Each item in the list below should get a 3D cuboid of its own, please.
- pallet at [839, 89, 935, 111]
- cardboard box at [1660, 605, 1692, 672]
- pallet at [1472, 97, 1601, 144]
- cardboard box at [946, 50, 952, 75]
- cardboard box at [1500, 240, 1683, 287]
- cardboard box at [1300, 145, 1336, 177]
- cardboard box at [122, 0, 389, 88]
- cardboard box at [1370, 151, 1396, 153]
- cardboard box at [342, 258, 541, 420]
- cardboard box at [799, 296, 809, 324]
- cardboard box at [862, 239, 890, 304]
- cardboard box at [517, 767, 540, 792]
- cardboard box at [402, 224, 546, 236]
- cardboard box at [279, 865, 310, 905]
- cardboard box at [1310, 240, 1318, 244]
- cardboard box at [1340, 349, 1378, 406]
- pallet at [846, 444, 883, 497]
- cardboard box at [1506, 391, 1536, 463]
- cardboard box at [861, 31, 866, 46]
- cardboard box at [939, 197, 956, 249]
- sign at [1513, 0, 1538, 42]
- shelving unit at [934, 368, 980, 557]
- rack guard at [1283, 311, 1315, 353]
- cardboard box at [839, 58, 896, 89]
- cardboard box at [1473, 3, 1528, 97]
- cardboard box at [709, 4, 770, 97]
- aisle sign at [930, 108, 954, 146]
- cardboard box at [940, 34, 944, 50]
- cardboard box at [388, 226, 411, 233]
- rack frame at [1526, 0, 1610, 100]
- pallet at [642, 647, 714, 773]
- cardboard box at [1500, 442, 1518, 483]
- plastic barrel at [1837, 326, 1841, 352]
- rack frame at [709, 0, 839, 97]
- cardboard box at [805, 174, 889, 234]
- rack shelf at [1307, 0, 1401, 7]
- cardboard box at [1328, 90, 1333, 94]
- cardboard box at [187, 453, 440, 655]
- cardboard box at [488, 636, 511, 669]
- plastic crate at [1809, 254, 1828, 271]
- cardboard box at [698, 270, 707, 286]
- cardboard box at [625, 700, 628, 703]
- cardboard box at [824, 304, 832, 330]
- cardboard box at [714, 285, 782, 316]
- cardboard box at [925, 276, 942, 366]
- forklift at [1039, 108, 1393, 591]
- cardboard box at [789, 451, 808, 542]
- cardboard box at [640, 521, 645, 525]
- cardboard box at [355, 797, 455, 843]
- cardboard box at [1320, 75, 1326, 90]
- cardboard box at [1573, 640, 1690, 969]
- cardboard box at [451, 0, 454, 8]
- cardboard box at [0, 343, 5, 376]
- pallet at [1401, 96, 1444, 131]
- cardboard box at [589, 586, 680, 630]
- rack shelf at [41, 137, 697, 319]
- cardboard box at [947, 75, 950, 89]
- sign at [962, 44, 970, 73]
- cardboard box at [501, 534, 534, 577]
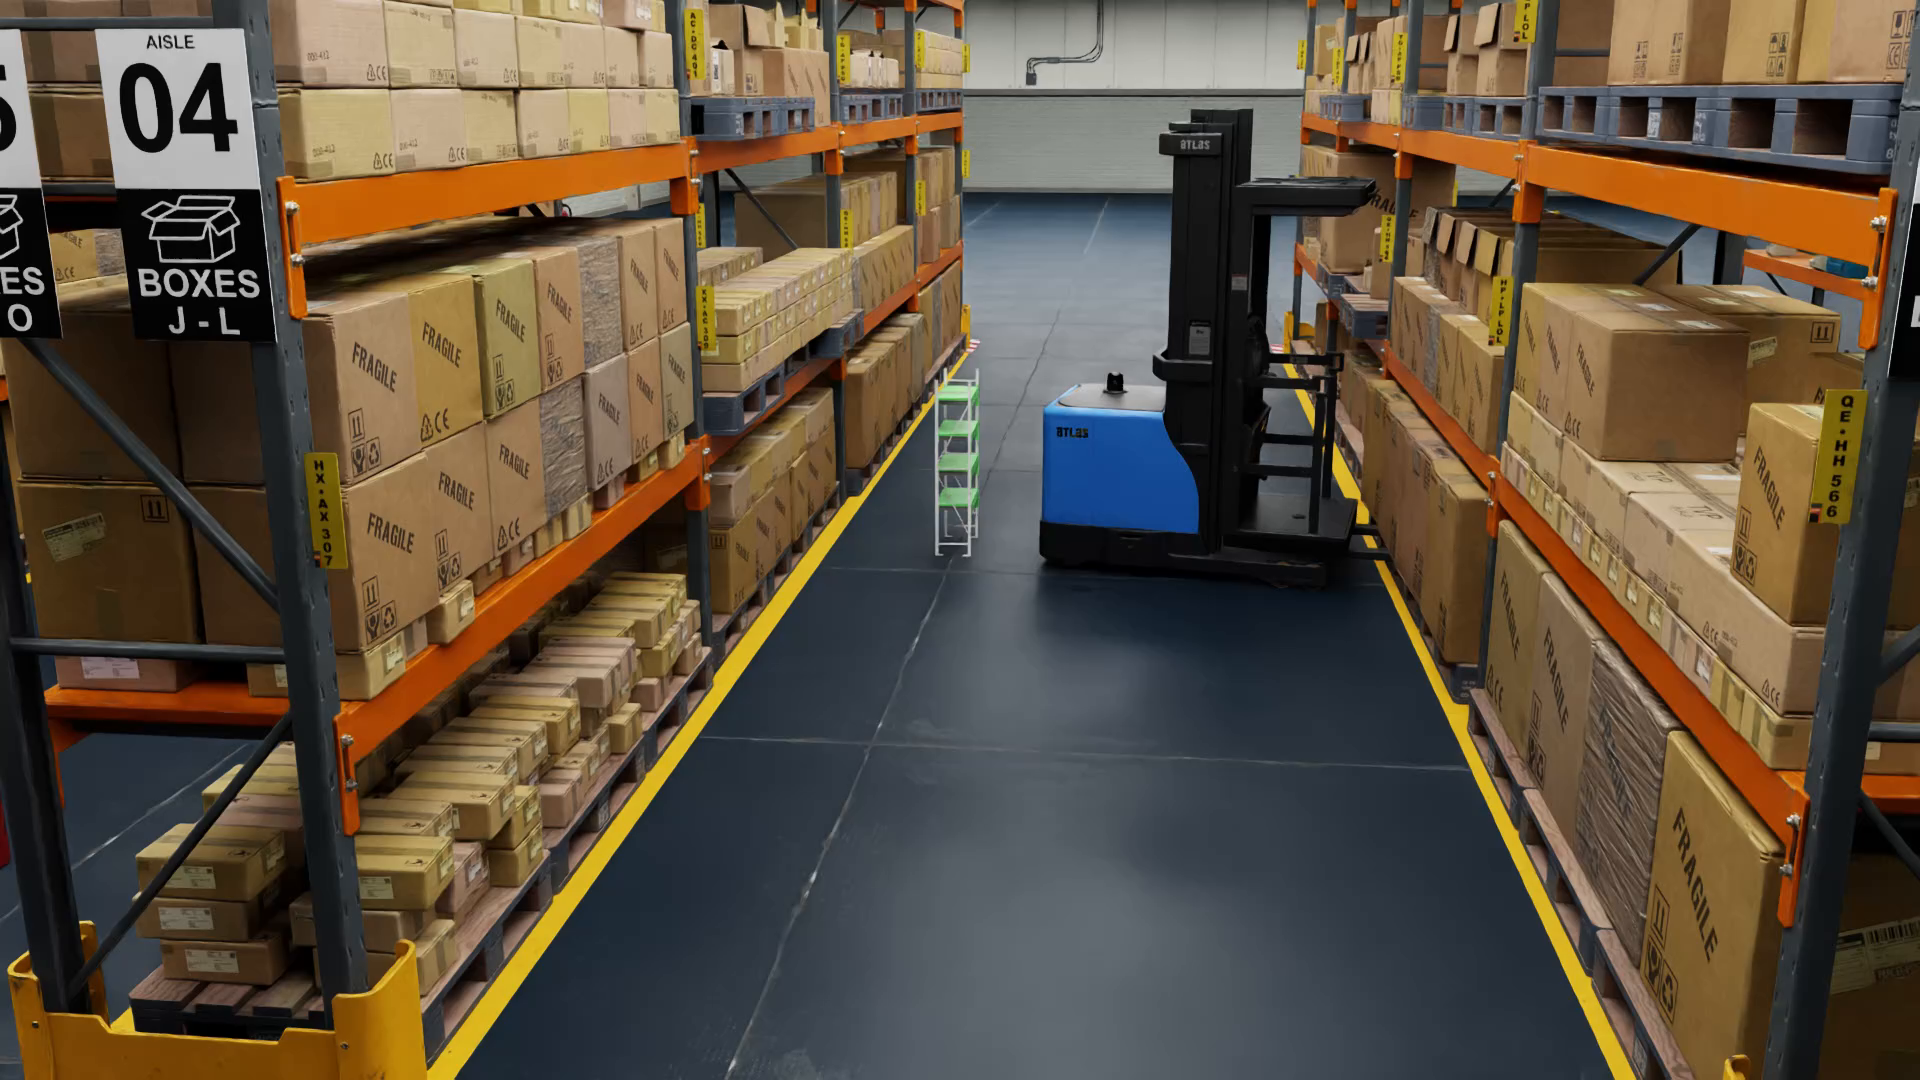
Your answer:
[{"bbox_3d":[-0.820,-4.407,16.635,1.003,0.211,1.213,2,15,6],"label":"pallet"},{"bbox_3d":[2.439,0.317,5.225,0.380,0.149,0.250,2,15,7],"label":"cardboard box"},{"bbox_3d":[3.146,-2.137,8.439,0.805,0.209,1.217,1,15,4],"label":"pallet"},{"bbox_3d":[-0.364,-5.202,18.129,0.500,0.250,0.500,2,15,6],"label":"cardboard box"},{"bbox_3d":[3.155,-1.241,8.390,0.797,0.503,0.637,1,15,5],"label":"cardboard box"},{"bbox_3d":[4.112,-4.194,18.751,0.500,0.500,0.500,2,15,6],"label":"cardboard box"},{"bbox_3d":[-1.968,-1.403,4.687,0.500,0.250,0.500,2,15,7],"label":"cardboard box"},{"bbox_3d":[4.409,-3.660,16.775,0.500,0.500,0.500,2,15,6],"label":"cardboard box"},{"bbox_3d":[-1.831,-0.726,5.922,0.500,0.500,0.500,1,15,5],"label":"cardboard box"},{"bbox_3d":[-1.150,-1.434,10.325,0.380,0.149,0.250,1,15,5],"label":"cardboard box"},{"bbox_3d":[-0.885,-2.301,14.232,0.500,0.500,0.500,2,15,6],"label":"cardboard box"},{"bbox_3d":[-1.864,0.954,6.475,0.380,0.149,0.250,1,15,4],"label":"cardboard box"},{"bbox_3d":[-2.162,-1.144,7.471,0.500,0.500,0.500,1,15,5],"label":"cardboard box"},{"bbox_3d":[-2.418,1.141,5.782,0.380,0.149,0.250,1,15,5],"label":"cardboard box"},{"bbox_3d":[4.043,-3.208,18.259,0.380,0.149,0.250,2,15,6],"label":"cardboard box"},{"bbox_3d":[3.903,-1.464,15.277,0.700,0.500,0.500,1,15,2],"label":"cardboard box"},{"bbox_3d":[-1.211,-0.608,13.507,1.003,0.211,1.213,2,15,6],"label":"pallet"},{"bbox_3d":[2.778,-0.499,7.480,0.500,0.250,0.500,1,15,5],"label":"cardboard box"},{"bbox_3d":[-1.141,-4.987,16.569,0.380,0.149,0.250,2,15,6],"label":"cardboard box"},{"bbox_3d":[-0.509,-3.658,19.158,0.875,0.550,0.550,2,15,6],"label":"cardboard box"},{"bbox_3d":[2.551,-2.405,7.471,0.100,0.325,0.005,2,15,6],"label":"sign"},{"bbox_3d":[-0.019,-0.536,11.347,0.258,1.200,0.503,2,15,6],"label":"shelving unit"},{"bbox_3d":[4.437,-2.428,19.684,1.175,0.500,0.348,2,15,6],"label":"rack guard"},{"bbox_3d":[-0.844,-4.089,14.583,0.500,0.250,0.500,2,15,6],"label":"cardboard box"},{"bbox_3d":[3.333,-2.750,9.336,0.797,0.503,0.637,1,15,5],"label":"cardboard box"},{"bbox_3d":[-1.521,-2.812,9.566,0.797,0.503,0.637,1,15,6],"label":"cardboard box"},{"bbox_3d":[-0.166,-5.091,19.764,0.394,0.787,0.004,2,15,6],"label":"aisle sign"},{"bbox_3d":[-0.373,-5.231,17.472,0.380,0.149,0.250,2,15,6],"label":"cardboard box"},{"bbox_3d":[-5.677,-3.177,16.099,0.500,0.500,0.500,1,15,5],"label":"cardboard box"},{"bbox_3d":[3.091,-3.438,7.138,1.000,3.000,0.127,2,15,6],"label":"rack frame"},{"bbox_3d":[-1.866,0.807,8.274,1.003,0.211,1.213,2,15,6],"label":"pallet"},{"bbox_3d":[2.727,-0.354,7.706,0.380,0.149,0.250,2,15,6],"label":"cardboard box"},{"bbox_3d":[9.312,-2.208,18.041,0.421,0.512,0.421,0,15,0],"label":"plastic barrel"},{"bbox_3d":[-1.374,-4.648,11.612,1.000,3.000,0.127,2,15,6],"label":"rack frame"},{"bbox_3d":[-1.029,-3.058,15.117,0.700,0.500,0.500,1,15,5],"label":"cardboard box"},{"bbox_3d":[4.219,-5.683,16.824,1.077,0.370,4.000,2,15,6],"label":"rack shelf"},{"bbox_3d":[3.855,-4.254,16.188,0.500,0.250,0.500,2,15,8],"label":"cardboard box"},{"bbox_3d":[-1.952,0.023,5.070,0.500,0.500,0.500,2,15,9],"label":"cardboard box"},{"bbox_3d":[-2.257,0.524,7.496,0.380,0.149,0.250,2,15,7],"label":"cardboard box"},{"bbox_3d":[8.847,-2.773,16.674,0.530,0.136,0.437,2,15,6],"label":"plastic crate"},{"bbox_3d":[-1.798,-1.601,10.373,0.380,0.149,0.250,1,15,5],"label":"cardboard box"},{"bbox_3d":[-1.760,0.771,7.722,0.380,0.149,0.250,1,15,5],"label":"cardboard box"},{"bbox_3d":[-1.064,-1.496,11.126,0.380,0.149,0.250,1,15,6],"label":"cardboard box"},{"bbox_3d":[-1.237,-1.375,9.539,0.380,0.149,0.250,1,15,6],"label":"cardboard box"},{"bbox_3d":[-0.685,-2.361,17.915,0.875,0.875,0.875,2,15,7],"label":"cardboard box"},{"bbox_3d":[2.102,-1.251,10.672,3.031,2.935,1.130,4,16,16],"label":"forklift"},{"bbox_3d":[-1.295,-0.298,11.000,0.500,0.500,0.500,1,15,4],"label":"cardboard box"},{"bbox_3d":[-1.993,-0.273,9.474,0.500,0.250,0.500,1,15,5],"label":"cardboard box"},{"bbox_3d":[-1.969,1.008,5.704,0.380,0.149,0.250,2,15,7],"label":"cardboard box"},{"bbox_3d":[4.004,-4.822,17.524,0.380,0.149,0.250,1,15,4],"label":"cardboard box"},{"bbox_3d":[2.735,0.914,5.802,0.875,0.875,0.875,2,15,6],"label":"cardboard box"},{"bbox_3d":[-1.912,-1.831,5.505,0.380,0.149,0.250,2,15,8],"label":"cardboard box"},{"bbox_3d":[-6.313,-1.135,10.400,0.500,0.250,0.500,2,15,6],"label":"cardboard box"},{"bbox_3d":[3.522,-2.768,10.767,1.213,0.211,1.003,2,15,9],"label":"pallet"},{"bbox_3d":[-1.597,0.339,8.179,0.380,0.149,0.250,2,15,7],"label":"cardboard box"},{"bbox_3d":[-2.051,-1.297,6.342,1.077,0.370,4.000,2,15,6],"label":"rack shelf"},{"bbox_3d":[-0.316,-4.979,18.067,0.380,0.149,0.250,2,15,7],"label":"cardboard box"},{"bbox_3d":[0.066,-5.645,19.499,0.100,0.325,0.005,2,15,6],"label":"sign"},{"bbox_3d":[-1.840,0.030,6.285,0.380,0.149,0.250,1,15,5],"label":"cardboard box"}]
